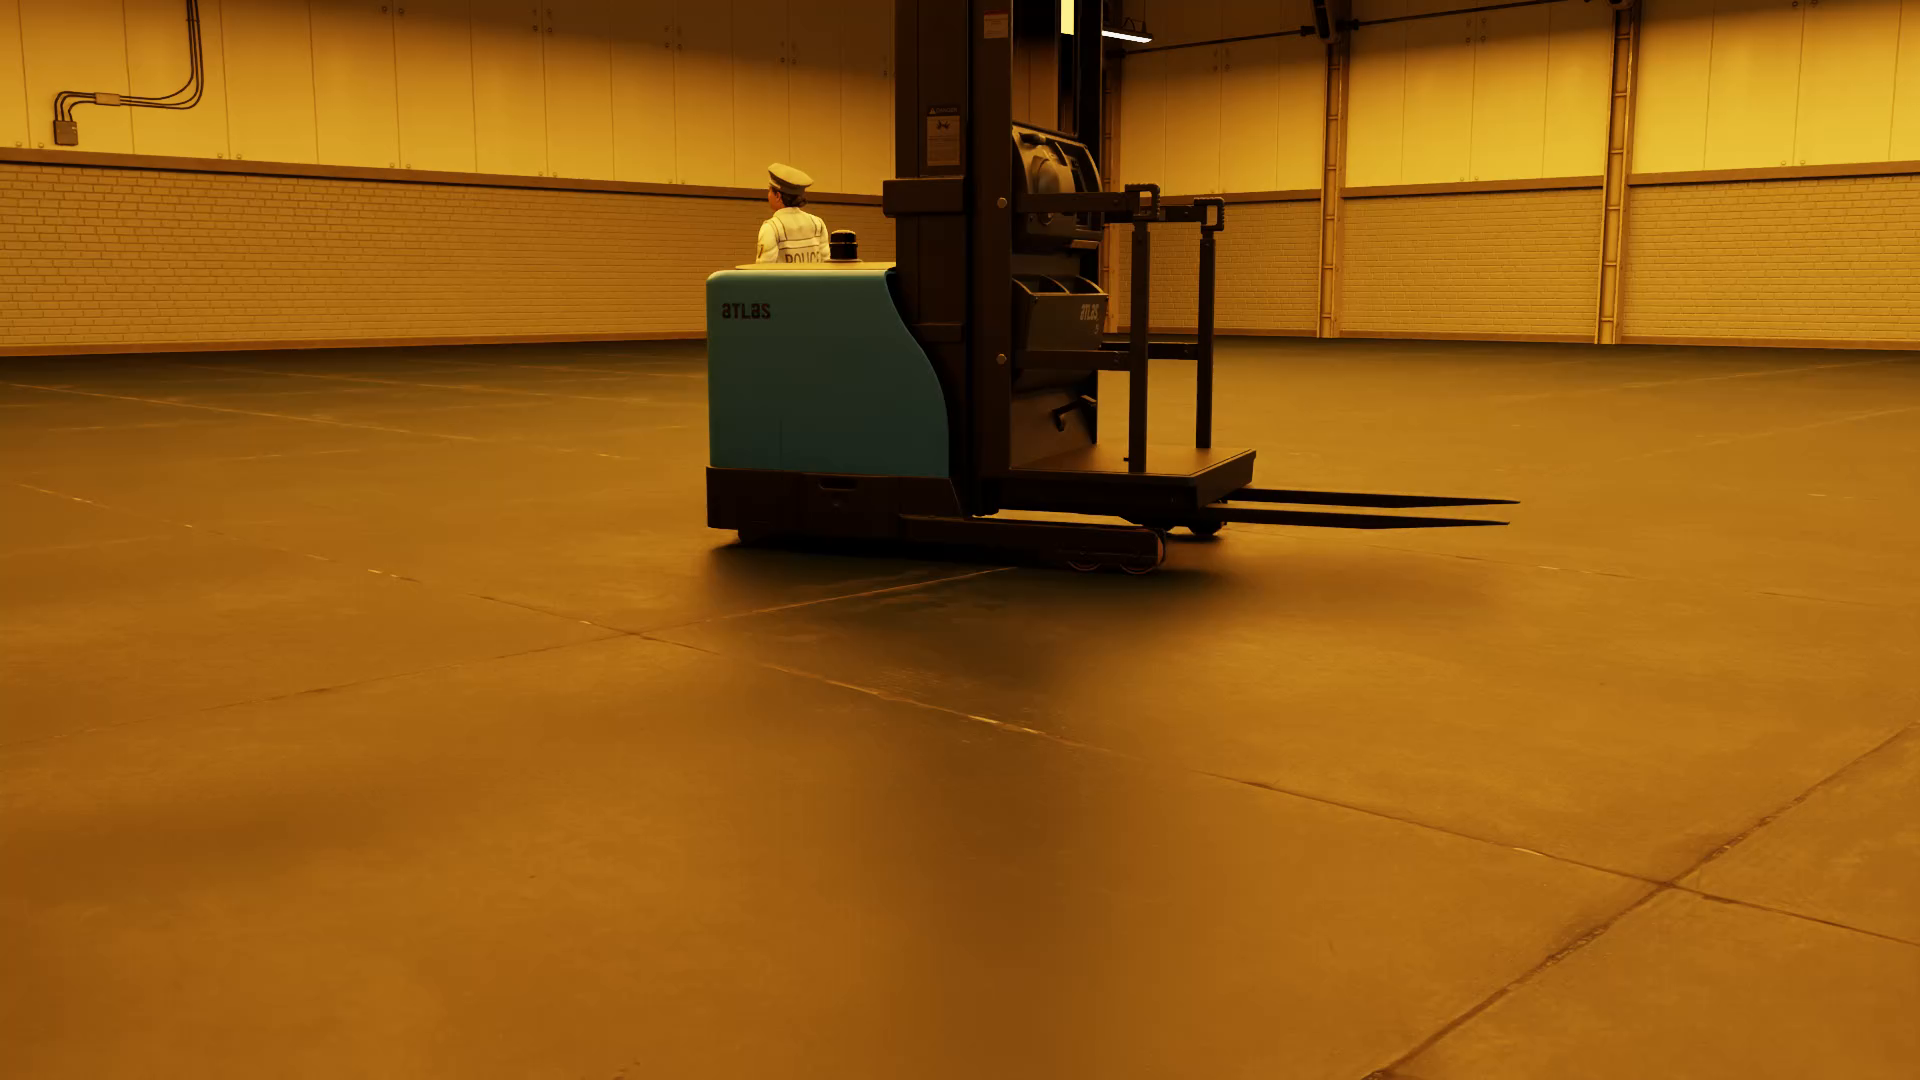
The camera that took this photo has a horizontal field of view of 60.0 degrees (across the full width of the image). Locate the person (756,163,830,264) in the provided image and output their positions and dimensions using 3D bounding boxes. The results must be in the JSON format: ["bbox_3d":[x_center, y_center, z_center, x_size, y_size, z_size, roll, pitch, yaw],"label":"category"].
[{"bbox_3d":[-1.023,-1.287,9.524,0.587,1.694,0.530,-8,12,-43],"label":"person"}]

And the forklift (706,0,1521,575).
[{"bbox_3d":[0.565,-1.416,6.275,3.031,2.935,1.130,3,9,22],"label":"forklift"}]
